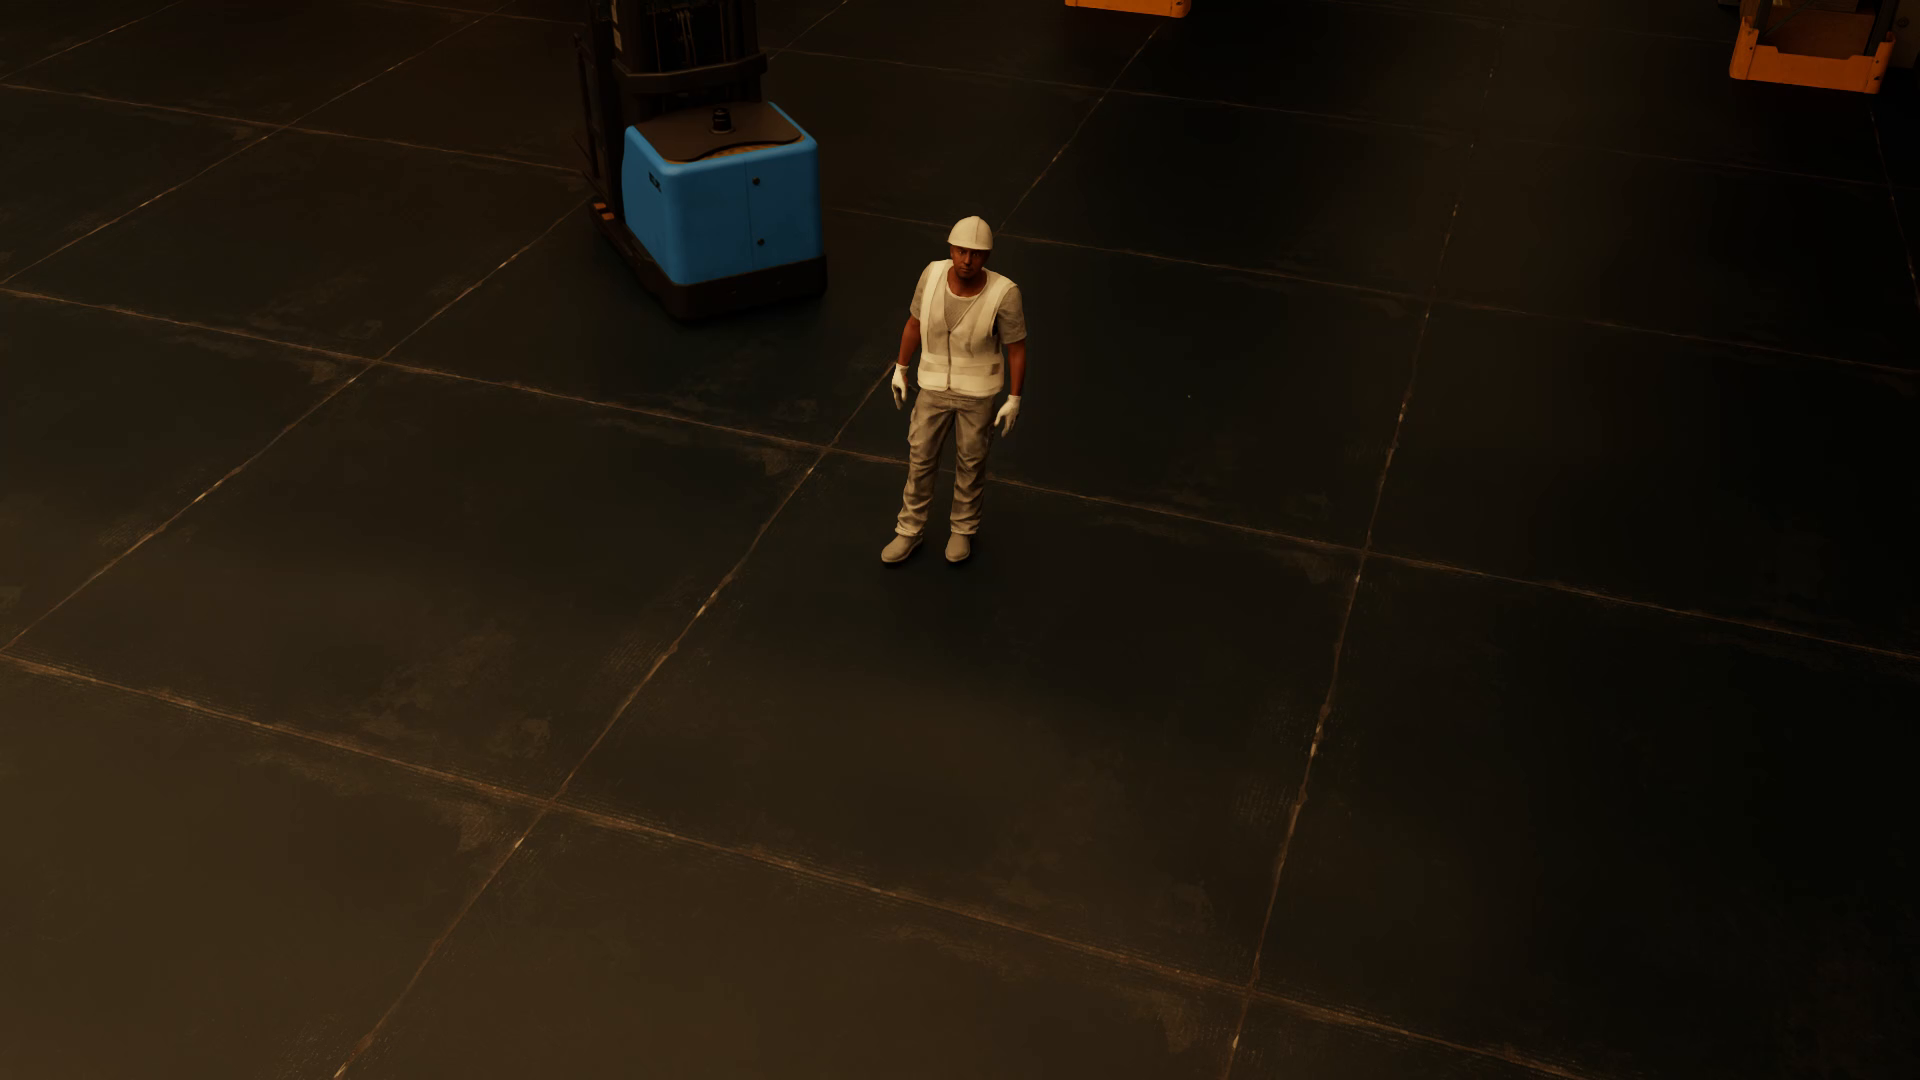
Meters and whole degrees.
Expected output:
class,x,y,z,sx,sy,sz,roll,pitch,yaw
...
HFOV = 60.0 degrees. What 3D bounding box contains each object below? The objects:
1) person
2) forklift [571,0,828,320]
class,x,y,z,sx,sy,sz,roll,pitch,yaw
person,-0.032,-0.696,8.072,0.656,1.782,0.577,12,37,16
forklift,-1.973,-3.420,10.935,1.130,2.935,3.031,-16,38,-21
